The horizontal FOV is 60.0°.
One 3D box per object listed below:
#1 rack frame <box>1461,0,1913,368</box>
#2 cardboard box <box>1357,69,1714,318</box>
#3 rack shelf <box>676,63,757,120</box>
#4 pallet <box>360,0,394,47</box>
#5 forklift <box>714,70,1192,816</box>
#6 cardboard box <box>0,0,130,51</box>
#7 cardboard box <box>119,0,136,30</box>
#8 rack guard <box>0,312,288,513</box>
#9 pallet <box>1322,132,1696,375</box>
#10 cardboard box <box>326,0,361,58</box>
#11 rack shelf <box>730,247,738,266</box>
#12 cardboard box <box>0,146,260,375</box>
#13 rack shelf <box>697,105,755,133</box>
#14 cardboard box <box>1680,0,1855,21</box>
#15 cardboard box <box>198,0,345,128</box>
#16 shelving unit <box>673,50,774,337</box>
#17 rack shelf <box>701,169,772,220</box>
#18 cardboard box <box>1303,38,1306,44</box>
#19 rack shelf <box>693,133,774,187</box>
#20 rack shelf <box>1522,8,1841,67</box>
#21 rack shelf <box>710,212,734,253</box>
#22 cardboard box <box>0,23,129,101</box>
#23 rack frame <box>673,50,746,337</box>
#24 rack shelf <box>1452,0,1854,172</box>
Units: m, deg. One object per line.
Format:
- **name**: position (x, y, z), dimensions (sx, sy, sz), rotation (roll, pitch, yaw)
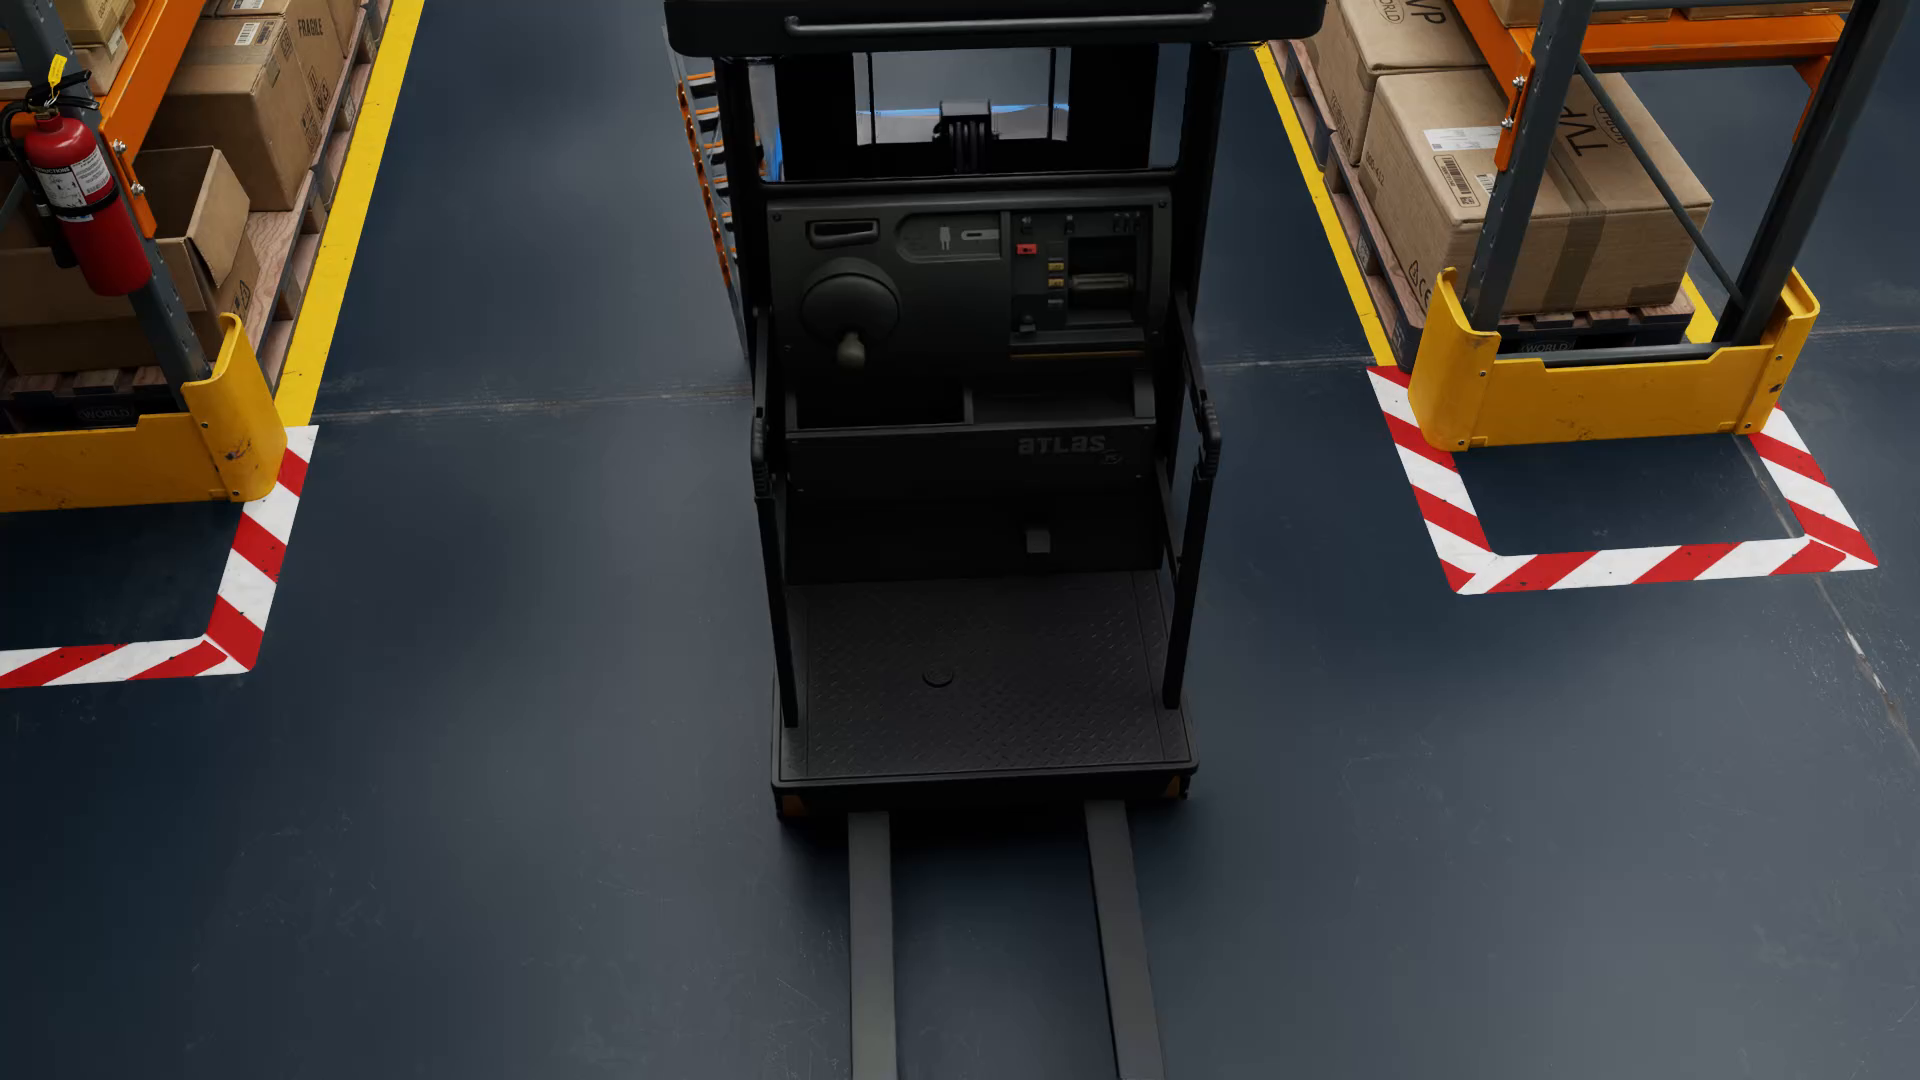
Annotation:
- **rack frame**: position (2.128, -1.498, 4.603), dimensions (1.000, 3.000, 0.127), rotation (-3, 47, -3)
- **cardboard box**: position (1.974, -1.233, 5.827), dimensions (0.875, 0.438, 0.875), rotation (-5, 47, -5)
- **rack shelf**: position (-0.845, -1.556, 5.774), dimensions (0.258, 0.180, 0.103), rotation (-14, 91, -13)
- **pallet**: position (-3.096, -2.632, 7.598), dimensions (1.003, 0.211, 1.213), rotation (-3, 47, -3)
- **forklift**: position (13.348, -7.064, 5.742), dimensions (28.412, 9.000, 11.581), rotation (-2, 47, -2)
- **cardboard box**: position (-2.587, -1.589, 4.588), dimensions (0.500, 0.250, 0.500), rotation (-3, 47, -3)
- **cardboard box**: position (-2.639, -1.543, 4.819), dimensions (0.380, 0.149, 0.250), rotation (-2, 47, -2)
- **rack guard**: position (-2.824, -0.389, 5.274), dimensions (1.175, 0.500, 0.348), rotation (-3, 47, -3)
- **pallet**: position (1.984, -1.113, 6.159), dimensions (1.003, 0.211, 1.213), rotation (-3, 47, -3)
- **cardboard box**: position (-2.894, -2.299, 6.794), dimensions (0.700, 0.500, 0.500), rotation (-5, 47, -5)
- **rack shelf**: position (-0.706, -1.001, 5.780), dimensions (0.221, 0.171, 0.034), rotation (-14, 91, -13)
- **cardboard box**: position (-2.774, -0.928, 5.493), dimensions (0.797, 0.503, 0.637), rotation (-5, 47, -5)
- **rack shelf**: position (-0.821, -1.459, 5.775), dimensions (0.199, 0.166, 0.020), rotation (-14, 91, -13)
- **cardboard box**: position (2.374, -1.897, 4.912), dimensions (0.500, 0.500, 0.500), rotation (-4, 47, -4)
- **cardboard box**: position (-2.752, -1.936, 6.450), dimensions (0.500, 0.500, 0.500), rotation (-3, 47, -3)
- **shelving unit**: position (-0.769, -1.250, 5.778), dimensions (0.258, 0.183, 1.046), rotation (-14, 91, -13)
- **rack shelf**: position (-0.758, -1.207, 5.778), dimensions (0.258, 0.180, 0.103), rotation (-14, 91, -13)
- **cardboard box**: position (1.815, -2.547, 7.072), dimensions (0.875, 0.438, 0.875), rotation (-5, 47, -4)
- **rack shelf**: position (-0.787, -1.324, 5.776), dimensions (0.258, 0.180, 0.103), rotation (-14, 91, -13)
- **rack shelf**: position (4.423, -4.580, 4.622), dimensions (5.869, 4.714, 3.910), rotation (-3, 47, -3)
- **rack shelf**: position (-0.729, -1.091, 5.779), dimensions (0.258, 0.180, 0.103), rotation (-14, 91, -13)
- **cardboard box**: position (-2.572, -1.362, 4.647), dimensions (0.380, 0.149, 0.250), rotation (-4, 47, -4)
- **rack frame**: position (-0.790, -1.246, 5.866), dimensions (0.228, 0.002, 1.046), rotation (-14, 91, -13)
- **rack shelf**: position (1.961, -2.698, 6.235), dimensions (1.077, 0.370, 4.000), rotation (-3, 47, -3)
